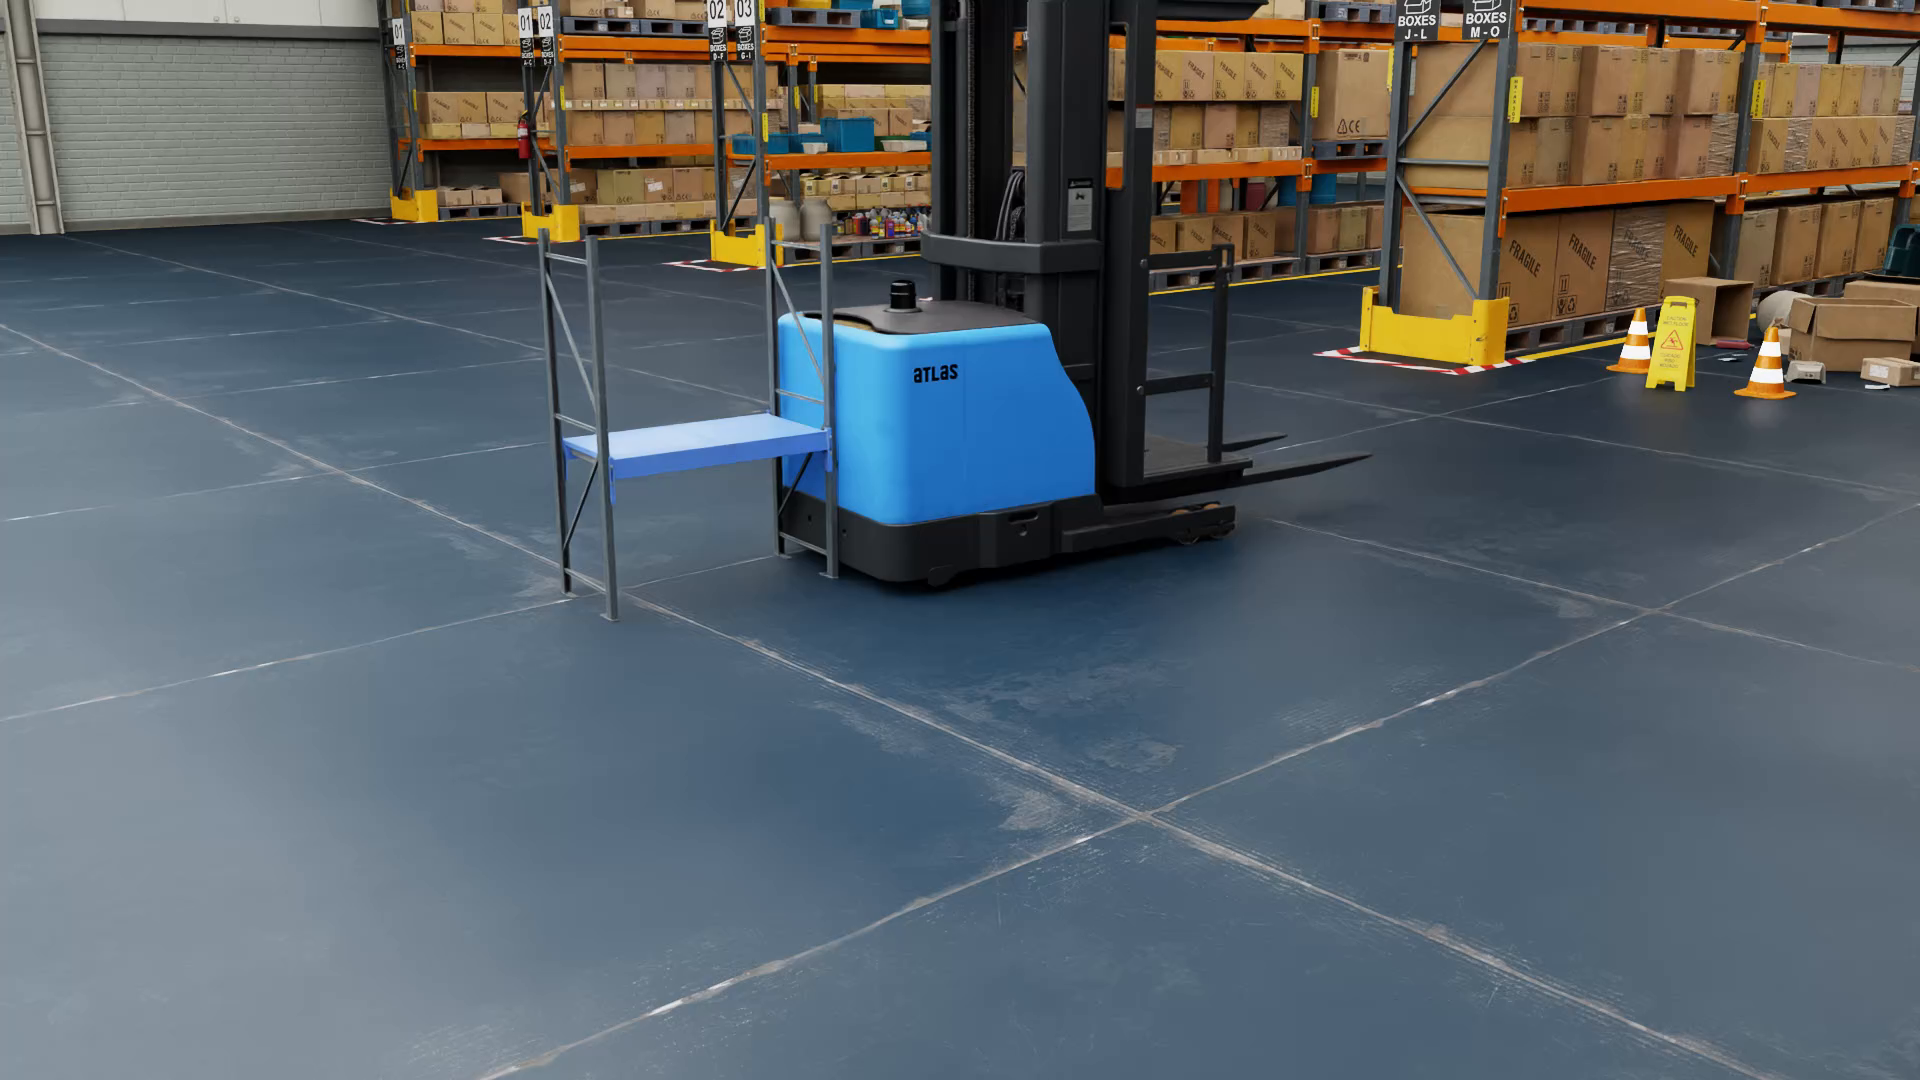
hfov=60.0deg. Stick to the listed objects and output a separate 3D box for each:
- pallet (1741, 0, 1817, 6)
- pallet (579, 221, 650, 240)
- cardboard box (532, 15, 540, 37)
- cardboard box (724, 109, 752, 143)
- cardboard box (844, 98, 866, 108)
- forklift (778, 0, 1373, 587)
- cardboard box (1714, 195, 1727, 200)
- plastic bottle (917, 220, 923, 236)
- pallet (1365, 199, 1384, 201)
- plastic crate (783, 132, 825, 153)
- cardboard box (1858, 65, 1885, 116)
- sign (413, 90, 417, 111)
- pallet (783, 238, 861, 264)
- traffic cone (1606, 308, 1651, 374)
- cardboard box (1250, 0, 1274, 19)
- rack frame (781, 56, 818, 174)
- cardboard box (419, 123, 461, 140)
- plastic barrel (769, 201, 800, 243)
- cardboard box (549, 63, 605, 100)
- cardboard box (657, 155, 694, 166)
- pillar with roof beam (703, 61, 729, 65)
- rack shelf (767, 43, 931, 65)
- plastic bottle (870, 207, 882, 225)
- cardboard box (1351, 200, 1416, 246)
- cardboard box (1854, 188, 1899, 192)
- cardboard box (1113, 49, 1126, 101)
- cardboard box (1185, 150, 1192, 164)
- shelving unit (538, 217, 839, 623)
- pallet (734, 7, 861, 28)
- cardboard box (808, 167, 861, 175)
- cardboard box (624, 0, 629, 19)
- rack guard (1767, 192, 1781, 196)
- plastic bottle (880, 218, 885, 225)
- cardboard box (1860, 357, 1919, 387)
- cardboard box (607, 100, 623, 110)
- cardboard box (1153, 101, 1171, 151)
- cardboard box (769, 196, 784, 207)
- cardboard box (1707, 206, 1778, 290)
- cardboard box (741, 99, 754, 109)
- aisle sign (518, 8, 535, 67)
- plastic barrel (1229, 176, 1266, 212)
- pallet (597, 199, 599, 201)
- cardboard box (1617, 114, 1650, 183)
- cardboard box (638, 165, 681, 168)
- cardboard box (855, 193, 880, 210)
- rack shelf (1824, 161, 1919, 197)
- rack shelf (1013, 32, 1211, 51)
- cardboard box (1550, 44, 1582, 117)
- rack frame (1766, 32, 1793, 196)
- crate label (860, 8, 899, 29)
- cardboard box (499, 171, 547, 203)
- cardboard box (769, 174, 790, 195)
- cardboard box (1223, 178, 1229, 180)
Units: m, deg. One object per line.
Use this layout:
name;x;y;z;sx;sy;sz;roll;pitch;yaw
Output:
pallet;7.439;-5.122;15.671;1.217;0.209;0.805;-14;20;-42
pallet;-5.368;-4.625;24.656;1.213;0.211;1.003;-13;19;-39
cardboard box;-7.156;-8.665;28.332;0.500;0.500;0.500;-14;20;-41
cardboard box;-3.624;-6.393;25.679;0.500;0.500;0.700;-13;20;-40
cardboard box;-2.201;-8.474;32.855;0.500;0.500;0.500;-12;19;-38
forklift;0.682;-1.494;7.663;3.031;2.935;1.130;-10;18;-33
cardboard box;11.536;-5.514;25.884;0.875;0.875;0.875;-13;19;-39
plastic bottle;-0.532;-4.103;21.869;0.097;0.201;0.097;0;15;0
pallet;7.834;-5.895;29.410;1.213;0.211;1.003;-13;19;-39
plastic crate;-1.994;-5.050;21.130;0.408;0.251;0.499;-13;19;-39
cardboard box;9.072;-4.649;17.211;0.500;0.500;0.700;-13;20;-40
sign;-8.815;-7.111;26.881;0.005;0.325;0.100;-13;19;-39
pallet;-2.026;-3.681;21.121;1.213;0.211;1.003;-13;19;-39
traffic cone;5.095;-1.510;12.508;0.334;0.463;0.336;-13;19;-39
cardboard box;3.027;-5.745;17.924;0.500;0.250;0.500;-12;19;-38
rack frame;-3.137;-8.153;32.462;0.127;3.000;1.000;-13;19;-39
cardboard box;-8.595;-6.756;27.483;0.500;0.250;0.500;-13;20;-41
plastic barrel;-2.222;-3.997;20.908;0.421;0.512;0.421;0;15;0
cardboard box;-5.517;-6.595;23.920;0.500;0.500;0.700;-13;19;-39
cardboard box;-5.280;-7.046;30.855;0.500;0.250;0.500;-13;20;-41
pillar with roof beam;-1.859;-10.162;28.356;0.400;9.000;9.100;-13;19;-39
rack shelf;-1.391;-7.953;27.291;4.000;0.370;1.077;-13;19;-39
plastic bottle;-1.136;-4.288;22.273;0.185;0.351;0.144;-12;19;-37
cardboard box;5.292;-3.954;20.732;0.500;0.500;0.700;-11;18;-35
cardboard box;10.515;-3.890;19.077;0.500;0.250;0.500;-12;19;-39
cardboard box;1.558;-4.704;16.840;0.500;0.500;0.500;-13;19;-39
cardboard box;2.251;-4.089;17.733;0.250;0.149;0.380;-13;19;-39
shelving unit;-1.090;-0.530;6.827;1.048;1.500;0.538;-11;18;-35
pallet;-1.980;-6.349;20.258;1.213;0.211;1.003;-13;19;-39
cardboard box;-2.496;-7.417;33.056;0.750;0.750;0.750;-13;20;-40
cardboard box;-4.802;-7.852;24.608;0.500;0.311;0.500;-10;18;-33
rack guard;12.671;-5.412;27.043;0.348;0.500;1.175;-13;19;-39
plastic bottle;-1.023;-4.200;22.232;0.097;0.201;0.097;0;15;0
cardboard box;6.750;-1.214;12.006;0.250;0.149;0.380;-3;15;-11
cardboard box;-5.093;-6.308;24.102;0.250;0.149;0.380;-13;19;-39
cardboard box;1.720;-4.369;17.526;0.500;0.500;0.875;-13;19;-39
cardboard box;-3.106;-5.265;26.164;0.500;0.250;0.500;-13;19;-39
cardboard box;7.189;-2.839;16.111;0.750;0.750;1.050;-13;20;-40
cardboard box;-3.348;-6.700;25.569;0.250;0.149;0.380;-13;20;-41
aisle sign;-6.160;-7.136;23.617;0.004;0.787;0.394;-13;19;-39
plastic barrel;4.576;-5.540;26.537;0.708;0.588;0.600;-13;19;-39
pallet;-6.638;-6.008;29.833;1.213;0.211;1.003;-13;19;-39
cardboard box;5.291;-3.332;14.122;0.500;0.550;0.875;-13;19;-39
cardboard box;-4.585;-5.477;25.502;0.500;0.500;0.500;-13;19;-39
cardboard box;-1.657;-5.581;27.347;0.500;0.250;0.500;-13;20;-41
rack shelf;11.306;-4.269;19.314;4.000;0.370;1.077;-13;19;-39
rack shelf;1.858;-6.988;23.679;4.000;0.370;1.077;-13;19;-39
cardboard box;4.422;-3.683;13.343;0.550;0.550;0.875;-13;19;-39
rack frame;12.653;-6.616;26.705;0.127;3.000;1.000;-13;19;-39
crate label;-1.040;-6.500;20.746;0.408;0.251;0.502;-13;19;-39
cardboard box;-7.574;-6.114;28.818;0.500;0.500;0.700;-14;21;-43
cardboard box;-2.782;-5.782;27.011;0.500;0.311;0.500;-13;19;-39
cardboard box;5.168;-7.134;33.121;0.500;0.250;0.500;-13;19;-39
